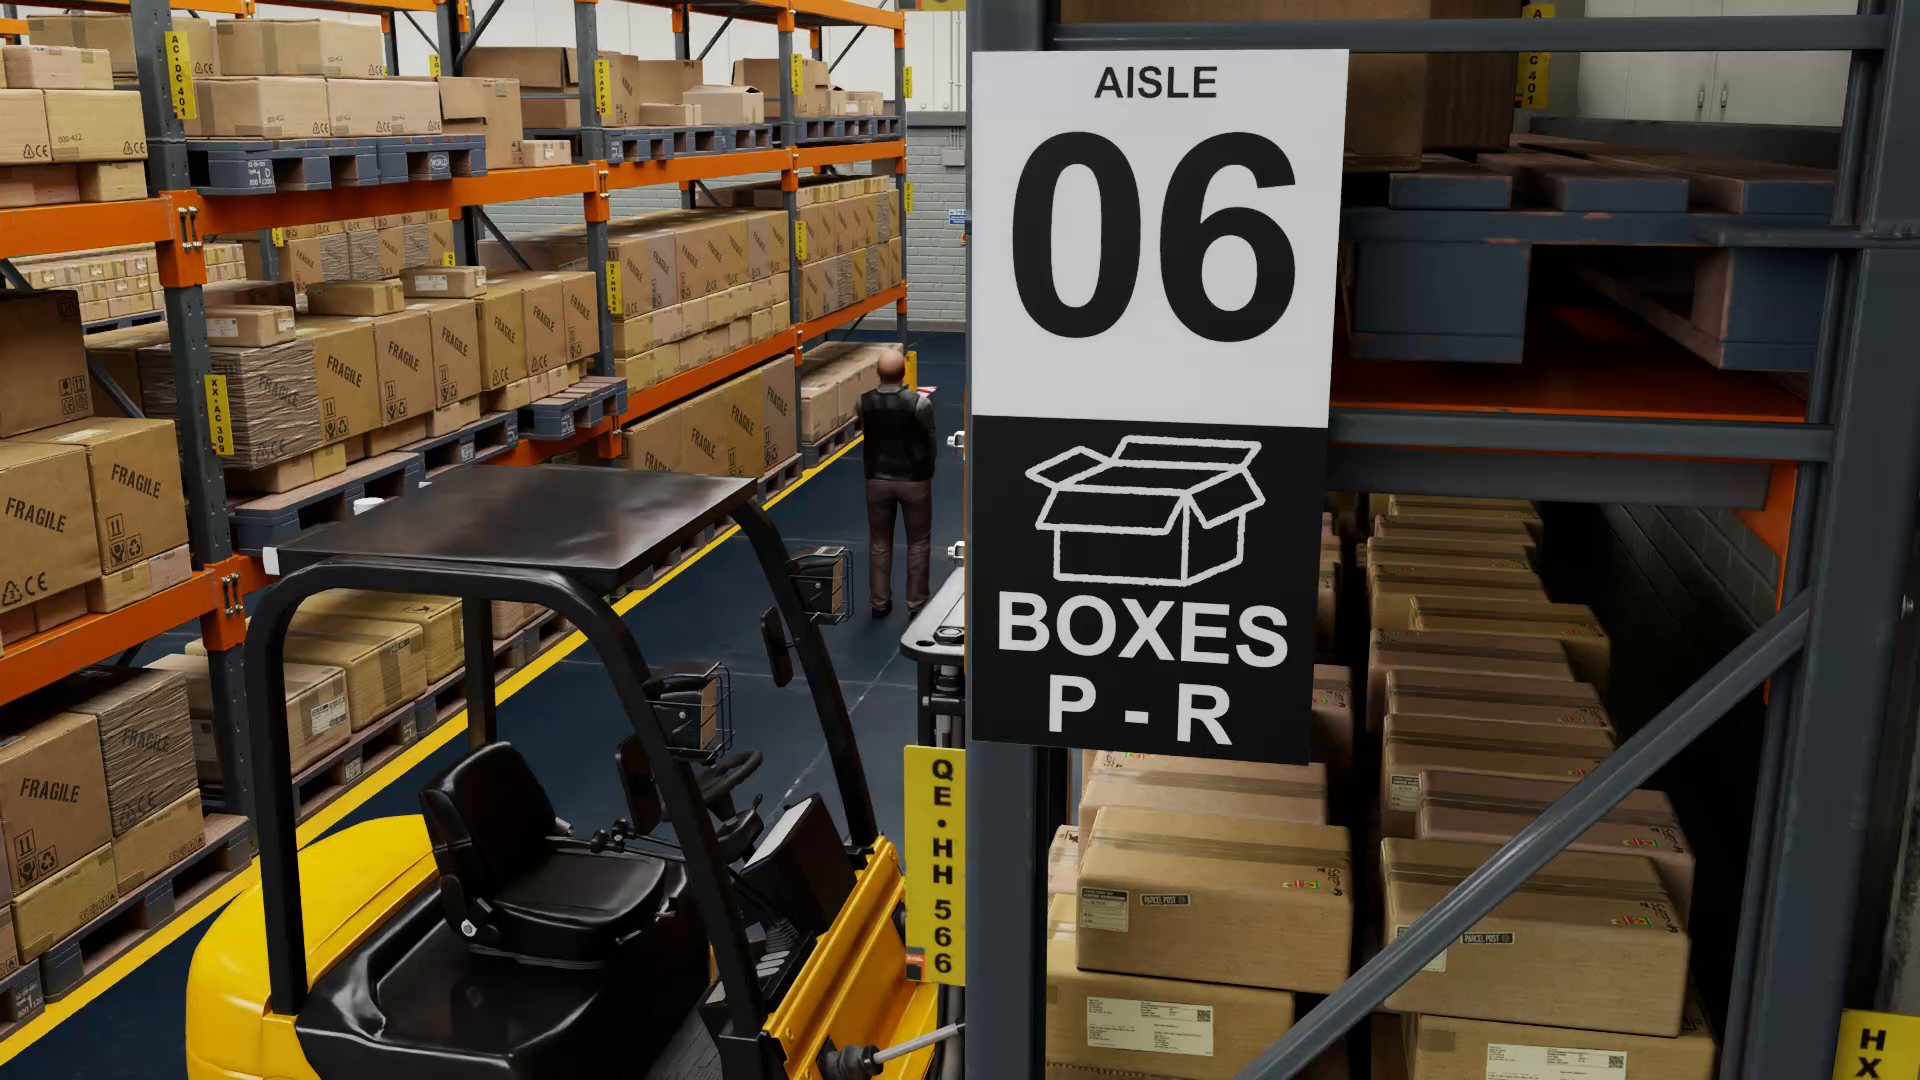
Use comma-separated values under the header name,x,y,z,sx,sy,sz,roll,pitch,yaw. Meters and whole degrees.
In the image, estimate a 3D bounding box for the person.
name,x,y,z,sx,sy,sz,roll,pitch,yaw
person,-0.381,-0.373,10.516,0.494,1.711,0.559,3,15,12
